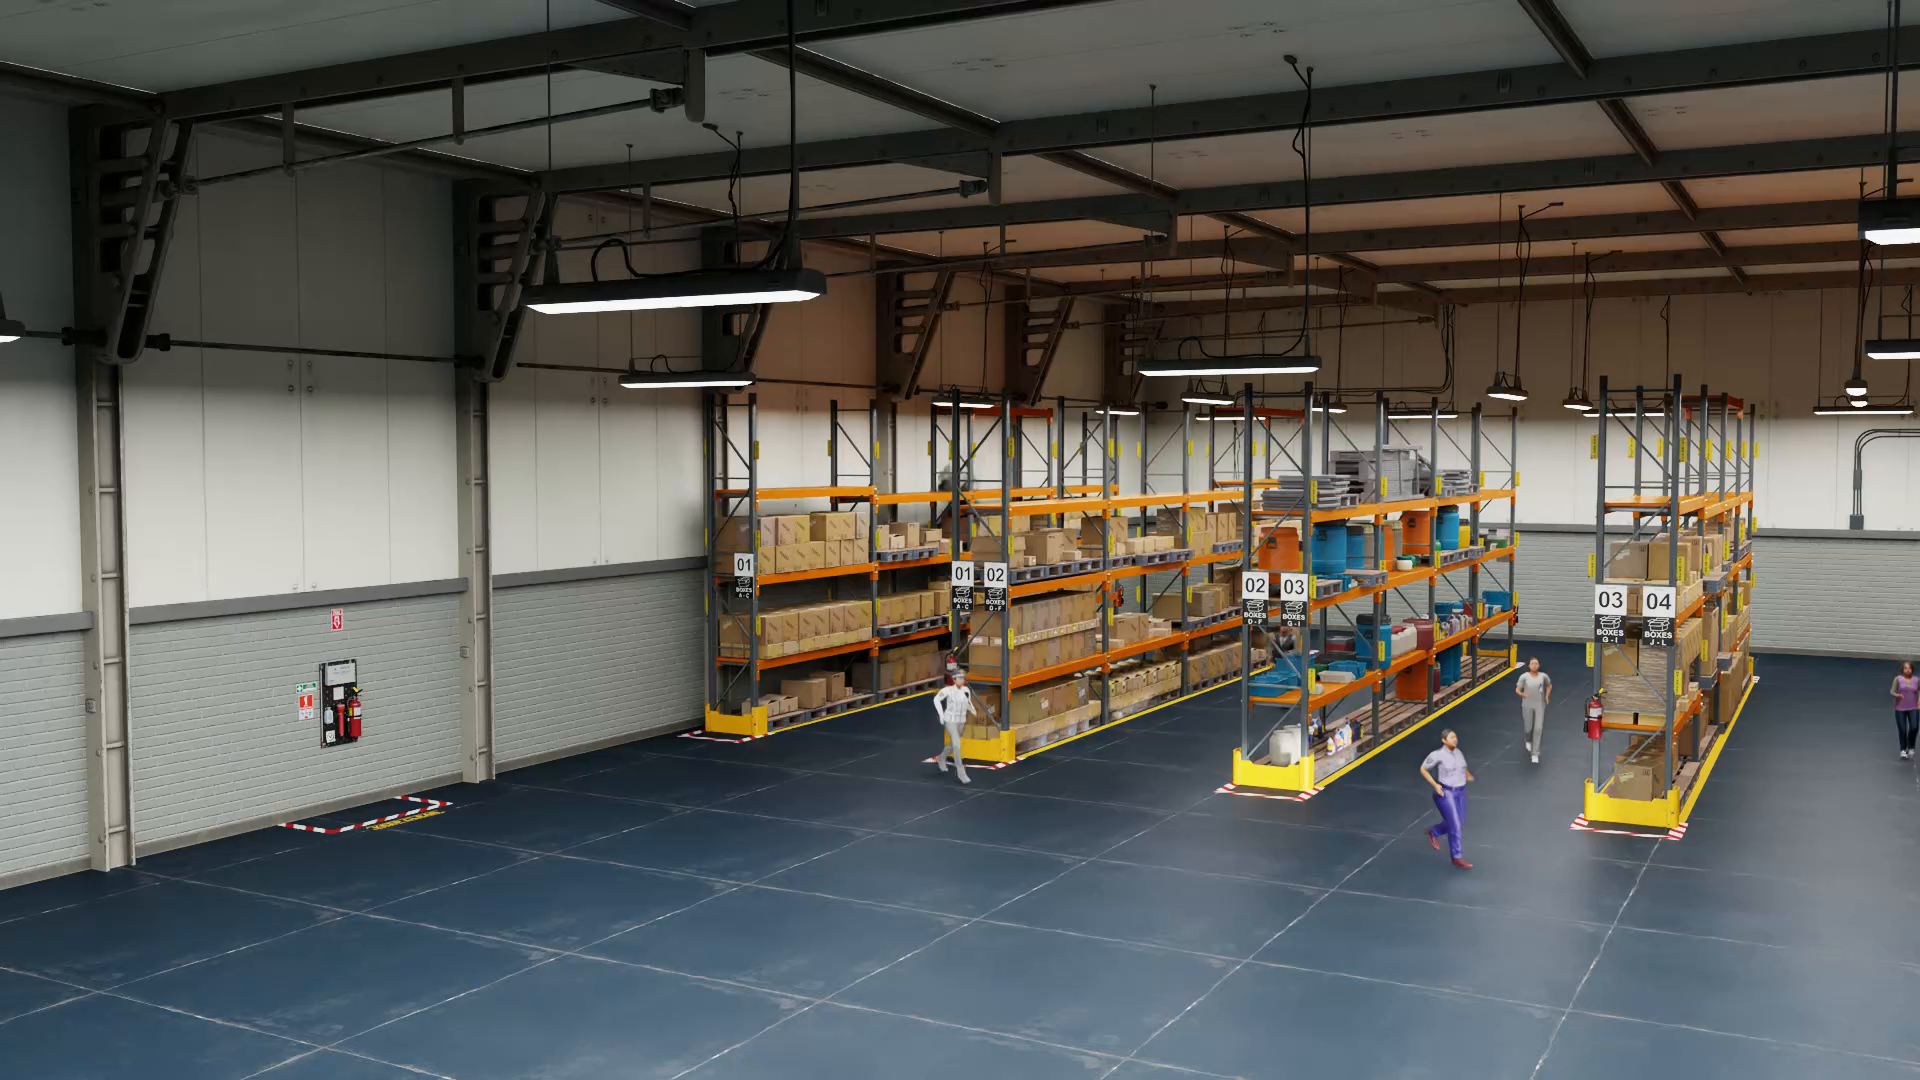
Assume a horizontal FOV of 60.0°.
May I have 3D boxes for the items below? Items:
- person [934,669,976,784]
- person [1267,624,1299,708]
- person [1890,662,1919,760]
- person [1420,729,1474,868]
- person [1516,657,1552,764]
[{"bbox_3d":[-0.092,2.794,25.342,0.570,1.702,0.934,-2,4,-37],"label":"person"},{"bbox_3d":[6.221,2.409,32.080,0.634,1.692,0.663,1,3,15],"label":"person"},{"bbox_3d":[15.278,2.763,26.805,0.519,1.568,0.615,2,3,27],"label":"person"},{"bbox_3d":[5.920,3.137,20.177,0.619,1.534,0.862,-2,4,-30],"label":"person"},{"bbox_3d":[9.263,2.711,26.847,0.568,1.662,0.935,1,3,15],"label":"person"}]
